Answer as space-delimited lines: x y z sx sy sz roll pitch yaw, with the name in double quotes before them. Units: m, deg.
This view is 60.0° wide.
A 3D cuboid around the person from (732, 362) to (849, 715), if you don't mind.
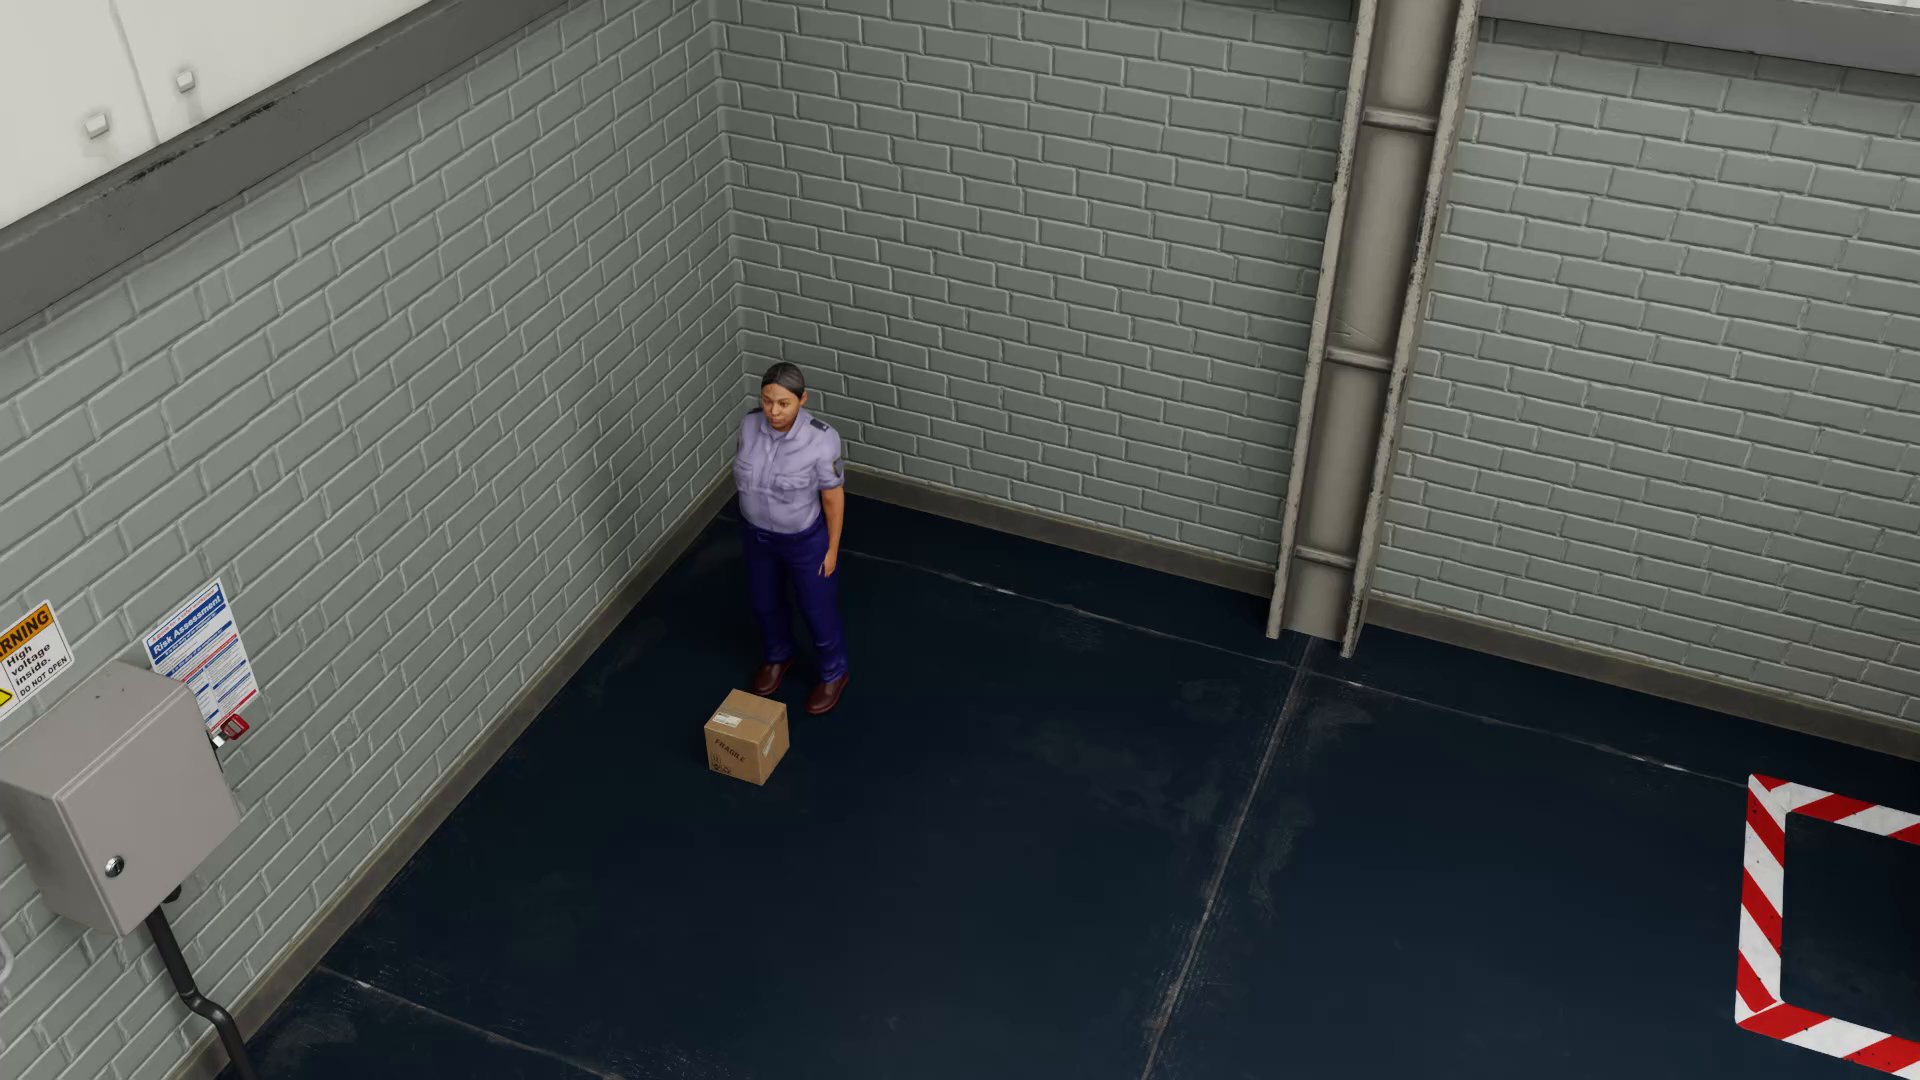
"person" -0.691 -0.002 6.835 0.466 1.646 0.343 15 40 19
